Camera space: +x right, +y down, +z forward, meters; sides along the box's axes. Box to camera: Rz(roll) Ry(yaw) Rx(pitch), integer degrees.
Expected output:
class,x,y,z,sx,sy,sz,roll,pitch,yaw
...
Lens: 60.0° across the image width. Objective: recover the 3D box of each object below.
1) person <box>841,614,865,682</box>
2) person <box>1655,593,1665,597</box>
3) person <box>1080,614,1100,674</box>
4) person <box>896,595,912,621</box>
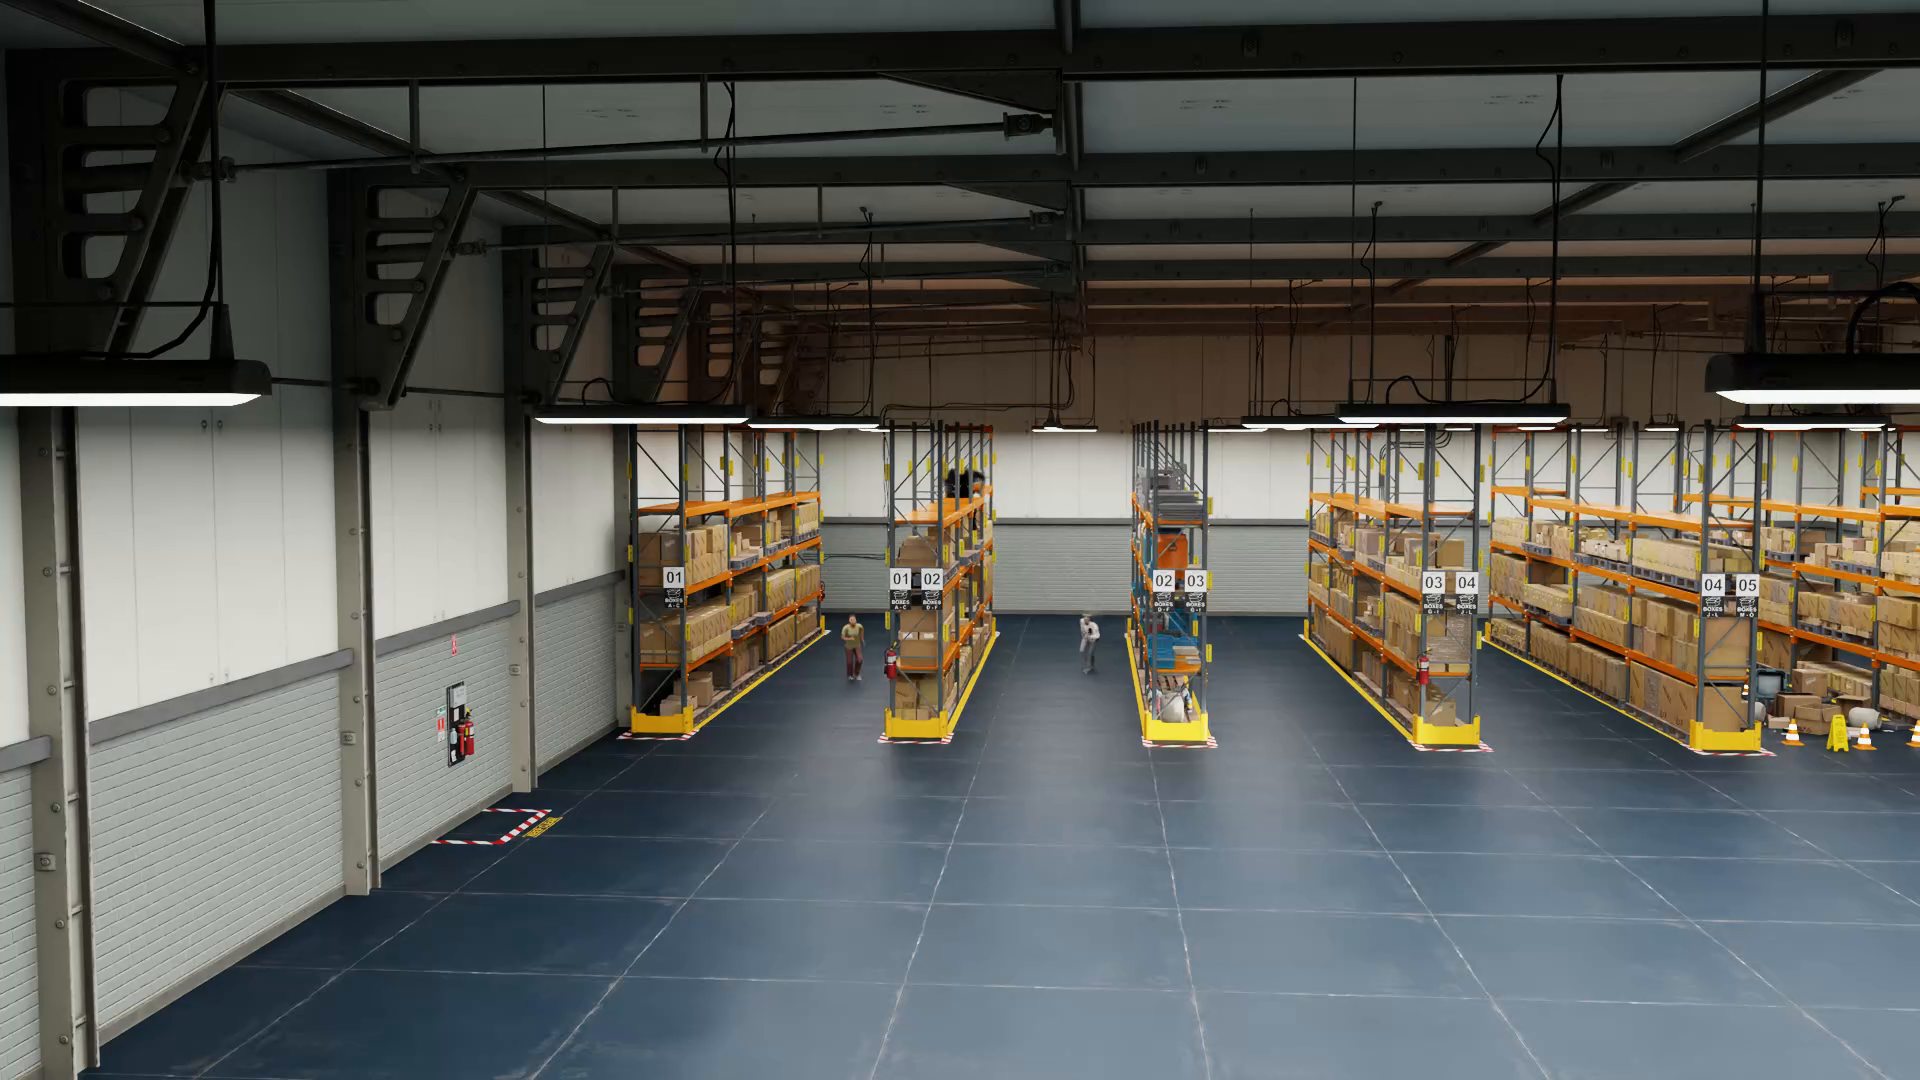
class,x,y,z,sx,sy,sz,roll,pitch,yaw
person,-2.471,2.490,38.477,0.579,1.579,0.885,-1,4,-11
person,17.382,2.194,41.340,0.655,1.765,1.000,0,4,-7
person,3.159,2.472,40.177,0.592,1.462,1.096,1,4,21
person,-1.426,2.083,44.824,0.664,1.613,0.798,0,4,-3
